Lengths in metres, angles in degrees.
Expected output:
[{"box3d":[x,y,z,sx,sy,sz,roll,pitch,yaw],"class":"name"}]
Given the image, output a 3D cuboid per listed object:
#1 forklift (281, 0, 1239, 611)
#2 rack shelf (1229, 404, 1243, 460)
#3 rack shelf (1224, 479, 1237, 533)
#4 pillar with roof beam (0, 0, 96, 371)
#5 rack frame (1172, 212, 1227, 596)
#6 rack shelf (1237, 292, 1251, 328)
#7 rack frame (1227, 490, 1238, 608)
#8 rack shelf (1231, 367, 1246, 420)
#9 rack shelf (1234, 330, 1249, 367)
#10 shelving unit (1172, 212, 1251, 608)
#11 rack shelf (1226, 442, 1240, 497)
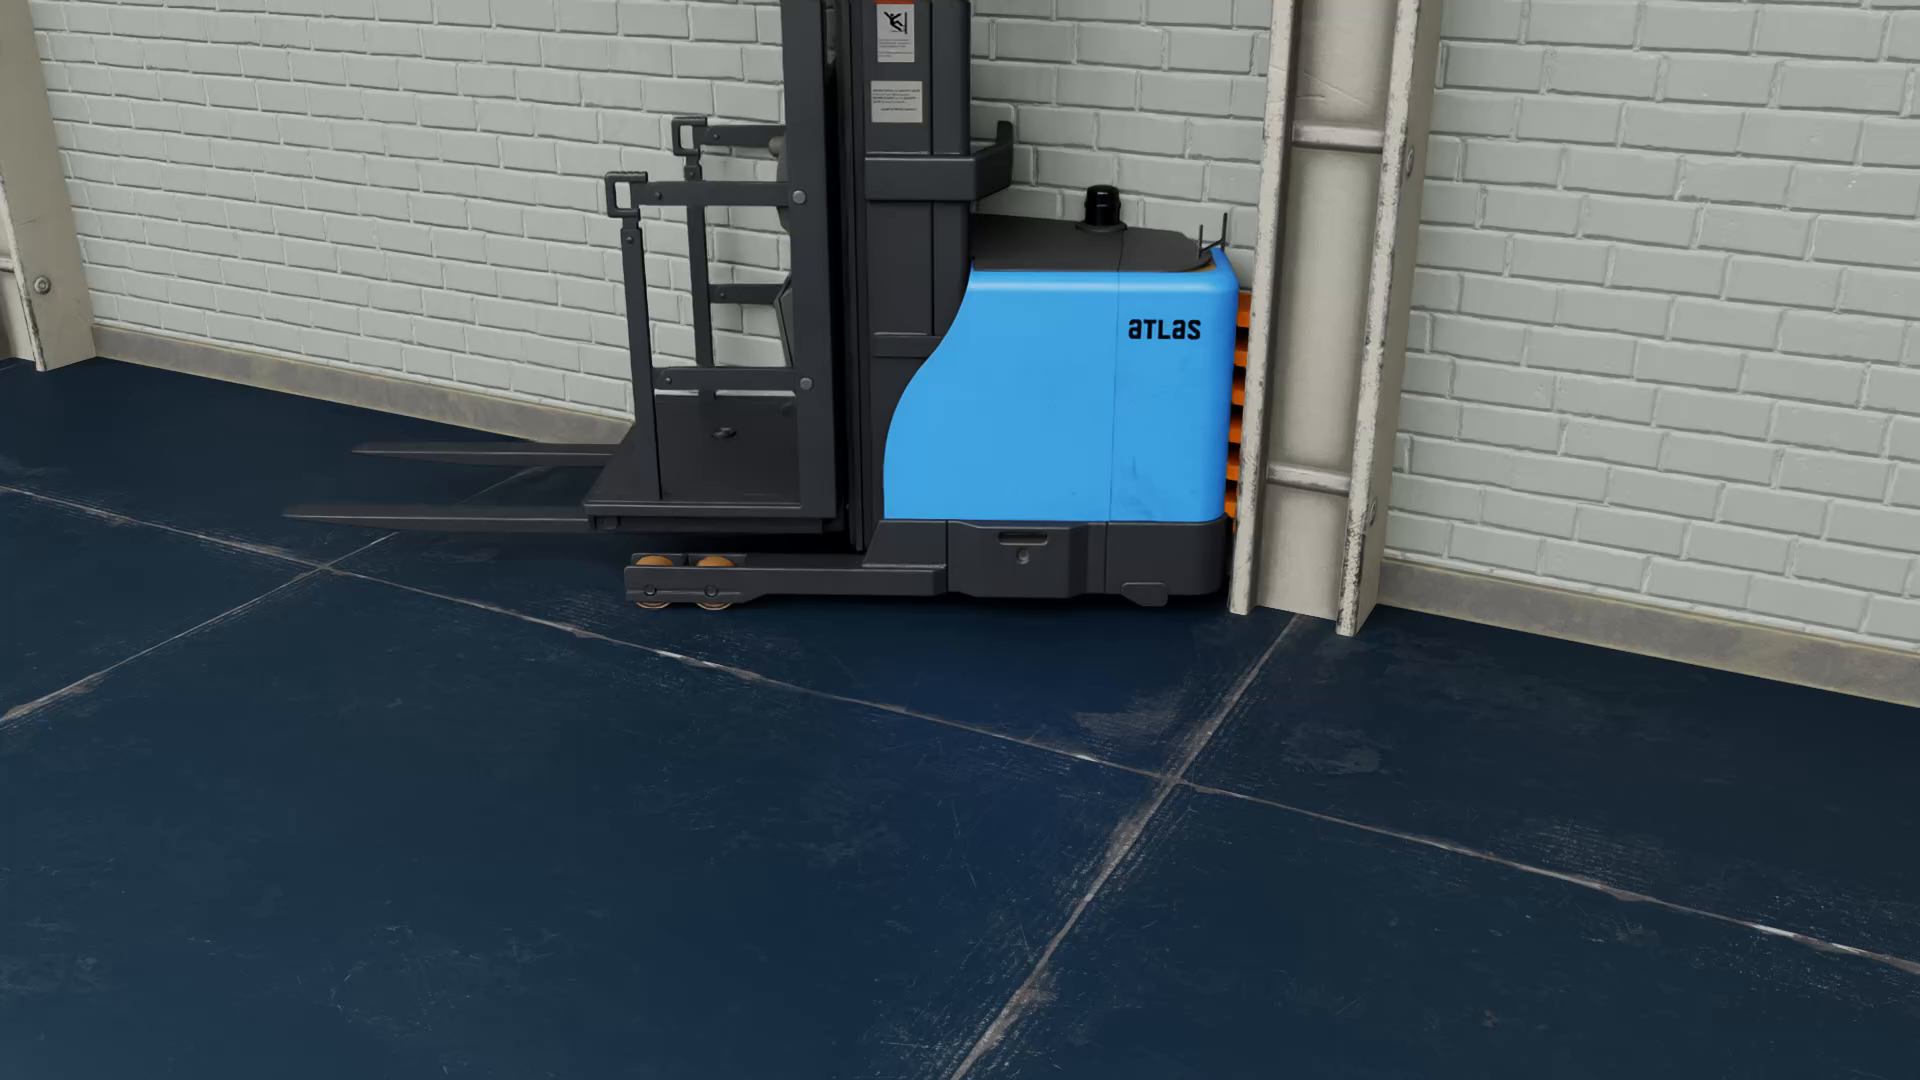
[{"box3d":[-0.669,-1.333,5.140,3.031,2.935,1.130,1,23,2],"class":"forklift"},{"box3d":[0.829,-0.348,5.183,0.180,0.103,0.258,12,24,25],"class":"rack shelf"},{"box3d":[0.824,-0.125,5.273,0.180,0.103,0.258,12,24,25],"class":"rack shelf"},{"box3d":[-6.207,-3.491,2.459,0.400,9.000,9.100,11,25,25],"class":"pillar with roof beam"},{"box3d":[0.748,-0.406,5.204,0.006,1.200,0.240,12,24,25],"class":"rack frame"},{"box3d":[0.836,-0.681,5.048,0.180,0.103,0.258,12,24,25],"class":"rack shelf"},{"box3d":[0.911,-0.372,5.128,0.006,1.200,0.240,12,24,25],"class":"rack frame"},{"box3d":[0.831,-0.459,5.138,0.180,0.103,0.258,12,24,25],"class":"rack shelf"},{"box3d":[0.833,-0.570,5.093,0.180,0.103,0.258,12,24,25],"class":"rack shelf"},{"box3d":[0.830,-0.389,5.166,0.189,1.200,0.258,12,24,25],"class":"shelving unit"},{"box3d":[0.827,-0.236,5.228,0.180,0.103,0.258,12,24,25],"class":"rack shelf"}]
